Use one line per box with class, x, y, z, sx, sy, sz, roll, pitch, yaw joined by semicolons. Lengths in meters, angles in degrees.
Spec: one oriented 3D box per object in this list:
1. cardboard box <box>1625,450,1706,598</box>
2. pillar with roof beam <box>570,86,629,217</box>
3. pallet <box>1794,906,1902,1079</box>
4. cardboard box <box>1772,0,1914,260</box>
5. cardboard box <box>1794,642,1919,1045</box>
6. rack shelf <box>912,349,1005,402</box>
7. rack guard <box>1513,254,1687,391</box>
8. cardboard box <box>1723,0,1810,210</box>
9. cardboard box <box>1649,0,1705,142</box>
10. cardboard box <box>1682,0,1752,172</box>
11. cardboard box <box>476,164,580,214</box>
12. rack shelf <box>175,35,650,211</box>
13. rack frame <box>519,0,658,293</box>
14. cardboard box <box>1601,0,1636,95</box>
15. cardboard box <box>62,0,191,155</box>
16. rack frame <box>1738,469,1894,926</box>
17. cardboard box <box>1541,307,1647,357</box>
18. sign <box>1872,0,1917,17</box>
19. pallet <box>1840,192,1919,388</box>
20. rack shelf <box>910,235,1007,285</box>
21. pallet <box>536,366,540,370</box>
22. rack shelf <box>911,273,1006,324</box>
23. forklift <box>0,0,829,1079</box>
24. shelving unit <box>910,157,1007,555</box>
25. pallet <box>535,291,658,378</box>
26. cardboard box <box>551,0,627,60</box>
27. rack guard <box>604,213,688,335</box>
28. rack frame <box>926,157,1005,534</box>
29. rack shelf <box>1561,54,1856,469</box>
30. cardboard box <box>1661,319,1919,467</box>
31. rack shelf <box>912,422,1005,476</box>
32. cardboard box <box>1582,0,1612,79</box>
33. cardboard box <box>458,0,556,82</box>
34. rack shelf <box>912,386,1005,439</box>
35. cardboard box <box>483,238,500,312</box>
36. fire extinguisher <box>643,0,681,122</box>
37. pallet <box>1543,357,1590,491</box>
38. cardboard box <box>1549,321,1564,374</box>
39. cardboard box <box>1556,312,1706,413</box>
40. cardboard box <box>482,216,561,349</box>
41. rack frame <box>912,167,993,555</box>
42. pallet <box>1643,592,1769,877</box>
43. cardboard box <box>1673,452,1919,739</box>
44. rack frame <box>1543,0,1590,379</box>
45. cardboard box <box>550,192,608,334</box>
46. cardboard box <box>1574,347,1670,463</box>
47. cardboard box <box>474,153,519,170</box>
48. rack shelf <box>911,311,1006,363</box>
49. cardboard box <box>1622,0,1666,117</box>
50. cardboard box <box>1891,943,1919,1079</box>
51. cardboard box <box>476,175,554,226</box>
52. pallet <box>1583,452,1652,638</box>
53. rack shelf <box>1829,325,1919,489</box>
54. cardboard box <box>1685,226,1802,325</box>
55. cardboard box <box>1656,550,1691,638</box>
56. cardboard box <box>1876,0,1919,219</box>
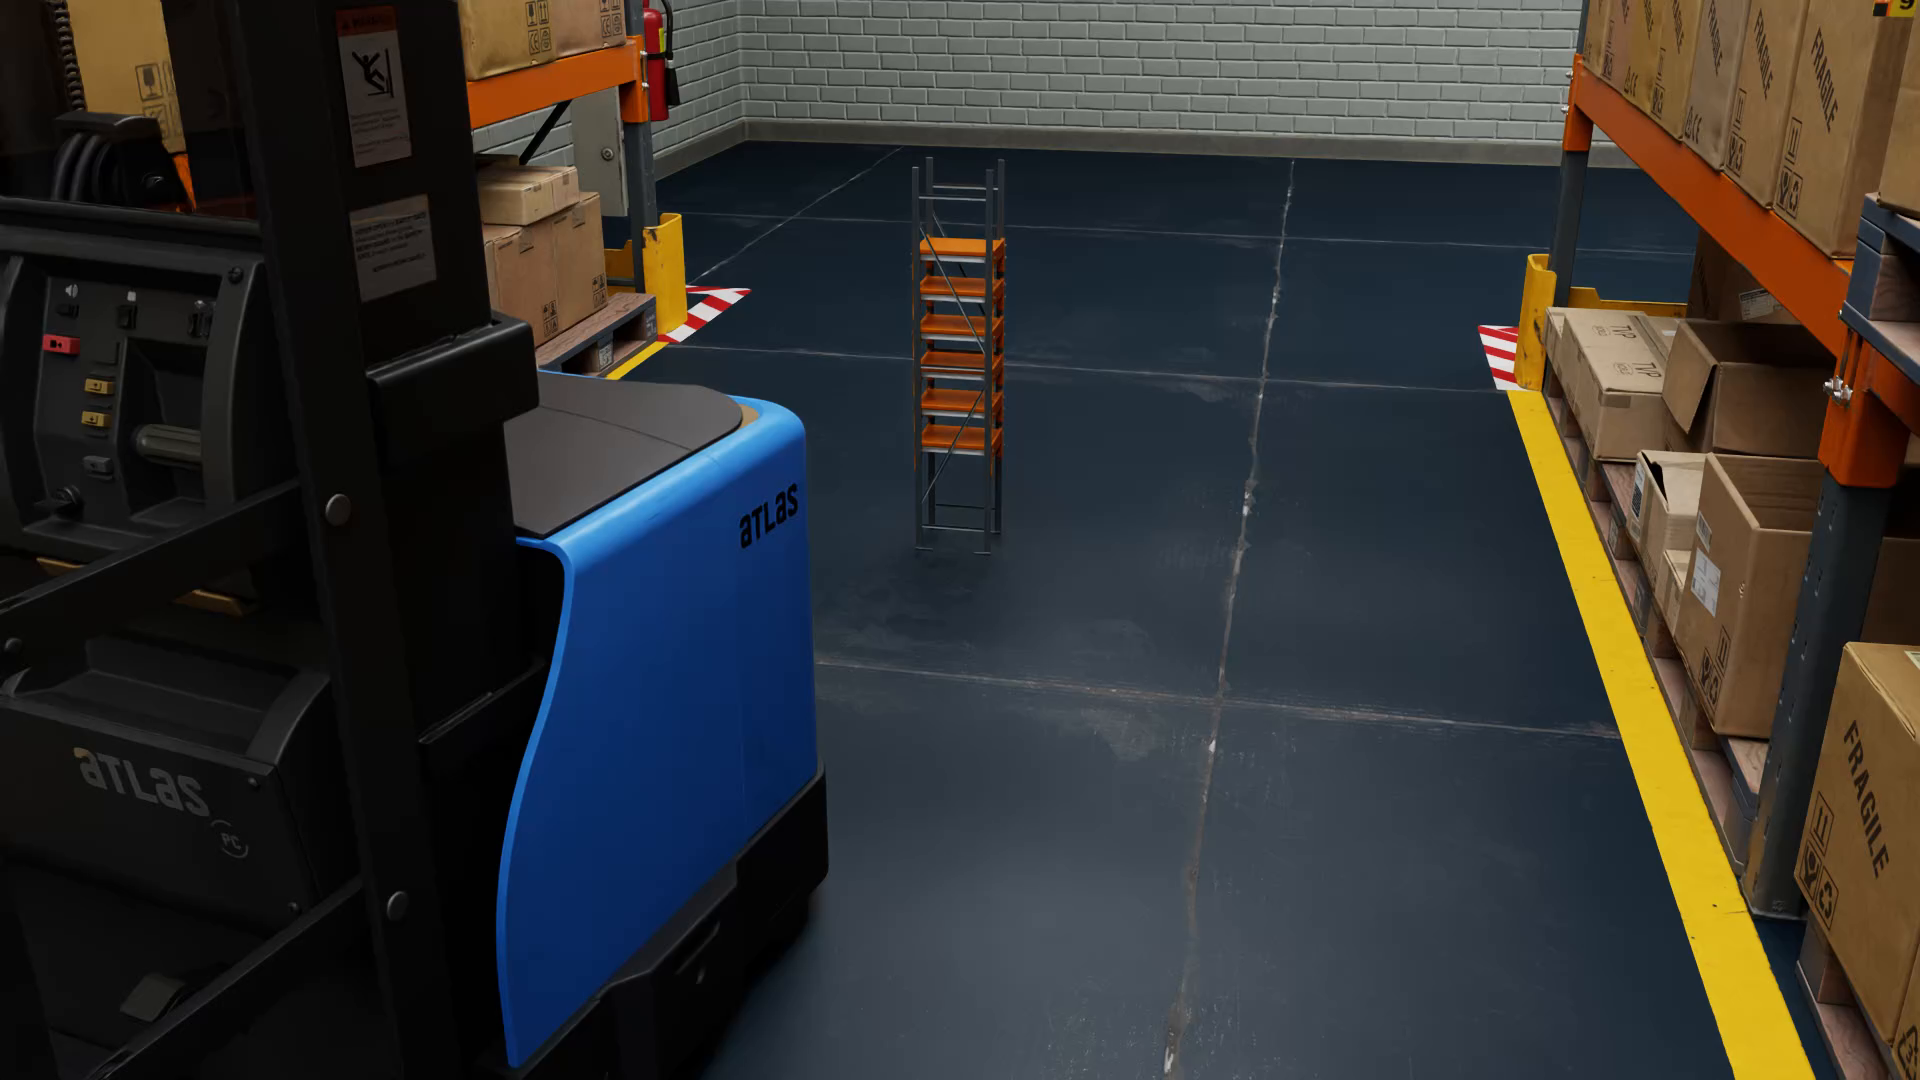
cardboard box;2.121;-0.057;4.491;0.500;0.311;0.500;4;22;11
pillar with roof beam;2.014;-5.943;8.065;9.100;9.000;0.400;4;22;11
pallet;2.000;0.998;2.593;1.003;0.211;1.213;4;22;11
cardboard box;1.980;-0.845;3.302;0.500;0.500;0.500;5;22;12
cardboard box;1.792;0.518;2.810;0.500;0.500;0.500;3;22;8
rack shelf;-0.003;-0.510;5.133;0.258;0.103;0.180;4;22;11
rack guard;2.930;-0.872;6.849;1.175;0.500;0.348;4;22;11
cardboard box;2.084;-1.033;3.770;0.500;0.500;0.500;5;22;12
cardboard box;2.288;-1.408;4.701;0.500;0.500;0.500;5;22;12
cardboard box;2.187;-1.221;4.237;0.500;0.500;0.500;5;22;12
cardboard box;-1.797;-1.447;6.846;0.380;0.149;0.250;4;22;10
rack shelf;-2.313;-1.370;5.703;1.077;0.370;4.000;4;22;11
rack frame;-1.905;-2.435;7.385;1.000;3.000;0.127;4;22;11
cardboard box;2.497;-1.774;5.609;0.500;0.500;0.500;4;22;10
cardboard box;-2.594;-1.309;4.186;0.980;0.700;0.700;5;22;12
rack frame;2.129;-0.596;2.818;1.000;3.000;0.127;4;22;11
cardboard box;2.524;-0.814;6.586;0.380;0.149;0.250;4;22;11
sign;1.597;-1.036;2.752;0.100;0.325;0.005;4;22;11
pallet;1.859;-0.223;2.149;1.003;0.211;1.213;4;22;11
rack shelf;-0.003;-0.844;4.998;0.258;0.103;0.180;4;22;11
pallet;-2.242;-0.398;6.060;1.003;0.211;1.213;4;22;11
rack shelf;-0.003;-0.733;5.043;0.258;0.103;0.180;4;22;11
forklift;-1.321;-0.187;1.894;1.130;2.935;3.031;9;24;22
shelving unit;-0.003;-0.551;5.116;0.258;1.200;0.189;4;22;11
pallet;-1.991;-0.843;7.165;1.003;0.211;1.213;4;22;11
cardboard box;-1.999;-2.387;6.864;0.980;0.700;0.700;5;23;13
rack guard;-1.900;-1.284;7.874;1.175;0.500;0.348;4;22;11
rack frame;0.016;-0.585;5.199;0.240;1.200;0.006;4;22;11
rack shelf;2.537;-0.994;4.769;1.077;0.370;4.000;4;22;11
cardboard box;2.508;-0.330;4.909;0.797;0.503;0.637;4;22;11
rack shelf;-0.003;-0.287;5.223;0.258;0.103;0.180;4;22;11
cardboard box;2.597;-1.963;6.079;0.500;0.500;0.500;5;22;12
cardboard box;-2.137;-2.120;6.201;0.980;0.700;0.700;4;22;10
rack shelf;-0.003;-0.399;5.178;0.258;0.103;0.180;4;22;11
cardboard box;-2.154;-0.840;6.208;0.700;0.500;0.500;4;22;9
fire extinguisher;-1.422;-2.246;7.519;0.296;0.674;0.183;4;22;11
pallet;2.768;-0.446;6.178;1.003;0.211;1.213;4;22;11
cardboard box;2.473;-0.730;6.355;0.380;0.166;0.250;4;22;11
cardboard box;2.455;-0.627;5.988;0.500;0.250;0.500;4;22;11
cardboard box;-2.052;-1.024;6.664;0.700;0.500;0.500;4;22;11
rack frame;-0.022;-0.518;5.033;0.240;1.200;0.006;4;22;11
pallet;2.270;0.446;3.963;1.003;0.211;1.213;4;22;11
cardboard box;1.968;0.129;3.774;0.500;0.500;0.500;4;22;11
rack frame;2.945;-2.059;6.451;1.000;3.000;0.127;4;22;11
cardboard box;-1.950;-1.207;7.119;0.700;0.500;0.500;4;22;11
cardboard box;2.353;-0.445;5.534;0.500;0.250;0.500;4;22;11
cardboard box;-2.120;-1.569;7.149;0.380;0.149;0.250;5;22;11
rack shelf;-0.003;-0.621;5.088;0.258;0.103;0.180;4;22;11
cardboard box;2.391;-1.591;5.154;0.500;0.500;0.500;4;22;11
cardboard box;1.694;0.714;2.323;0.500;0.500;0.500;5;22;12
cardboard box;-1.849;-1.353;6.614;0.380;0.149;0.250;5;22;12
pallet;2.517;-0.001;5.074;1.003;0.211;1.213;4;22;11
rack shelf;1.721;0.469;1.137;1.077;0.370;4.000;4;22;11
cardboard box;3.076;-0.886;6.295;0.500;0.500;0.500;4;22;11
cardboard box;1.986;0.151;4.192;0.380;0.149;0.250;4;22;11
cardboard box;1.814;-0.681;2.333;0.700;0.500;0.500;-3;22;-7
